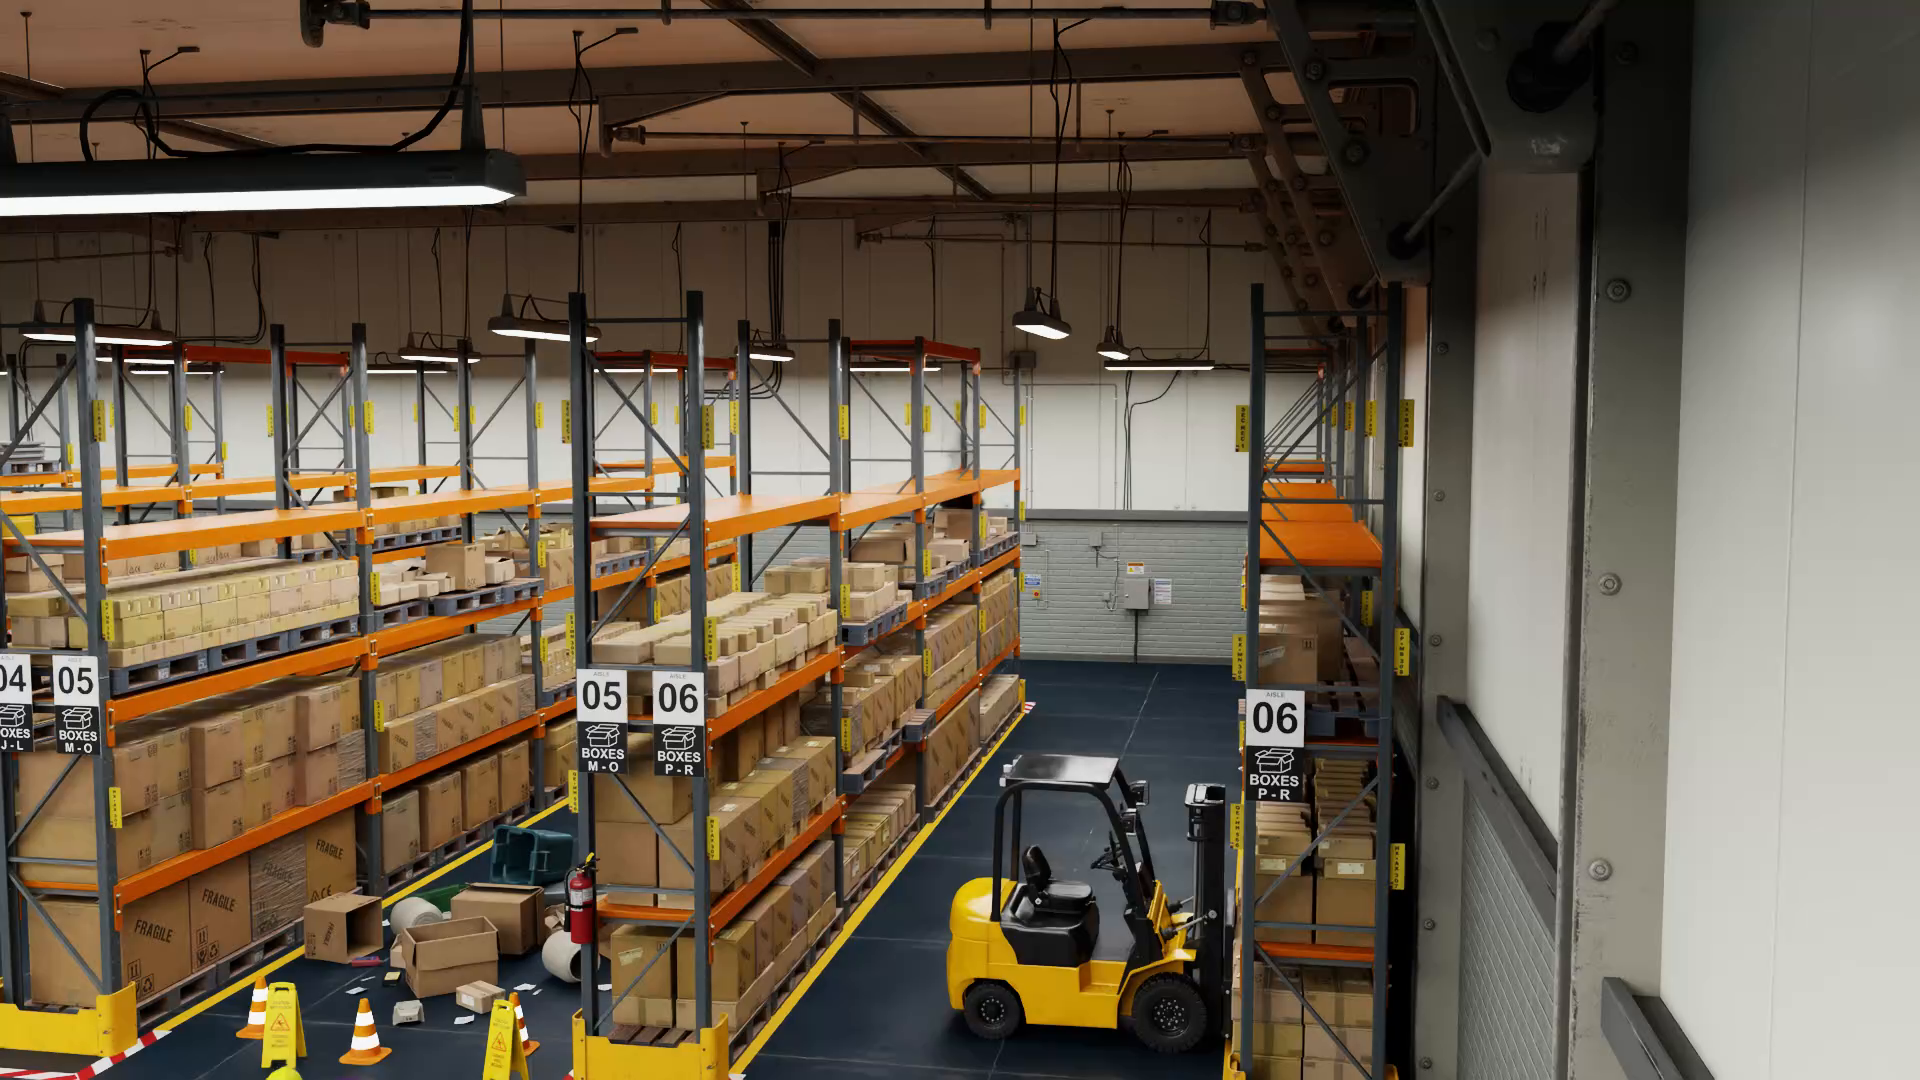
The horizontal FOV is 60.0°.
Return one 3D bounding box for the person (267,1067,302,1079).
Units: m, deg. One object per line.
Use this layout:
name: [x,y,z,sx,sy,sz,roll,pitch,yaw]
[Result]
person: [-3.641,3.617,9.180,0.745,1.719,1.043,-1,5,-15]
